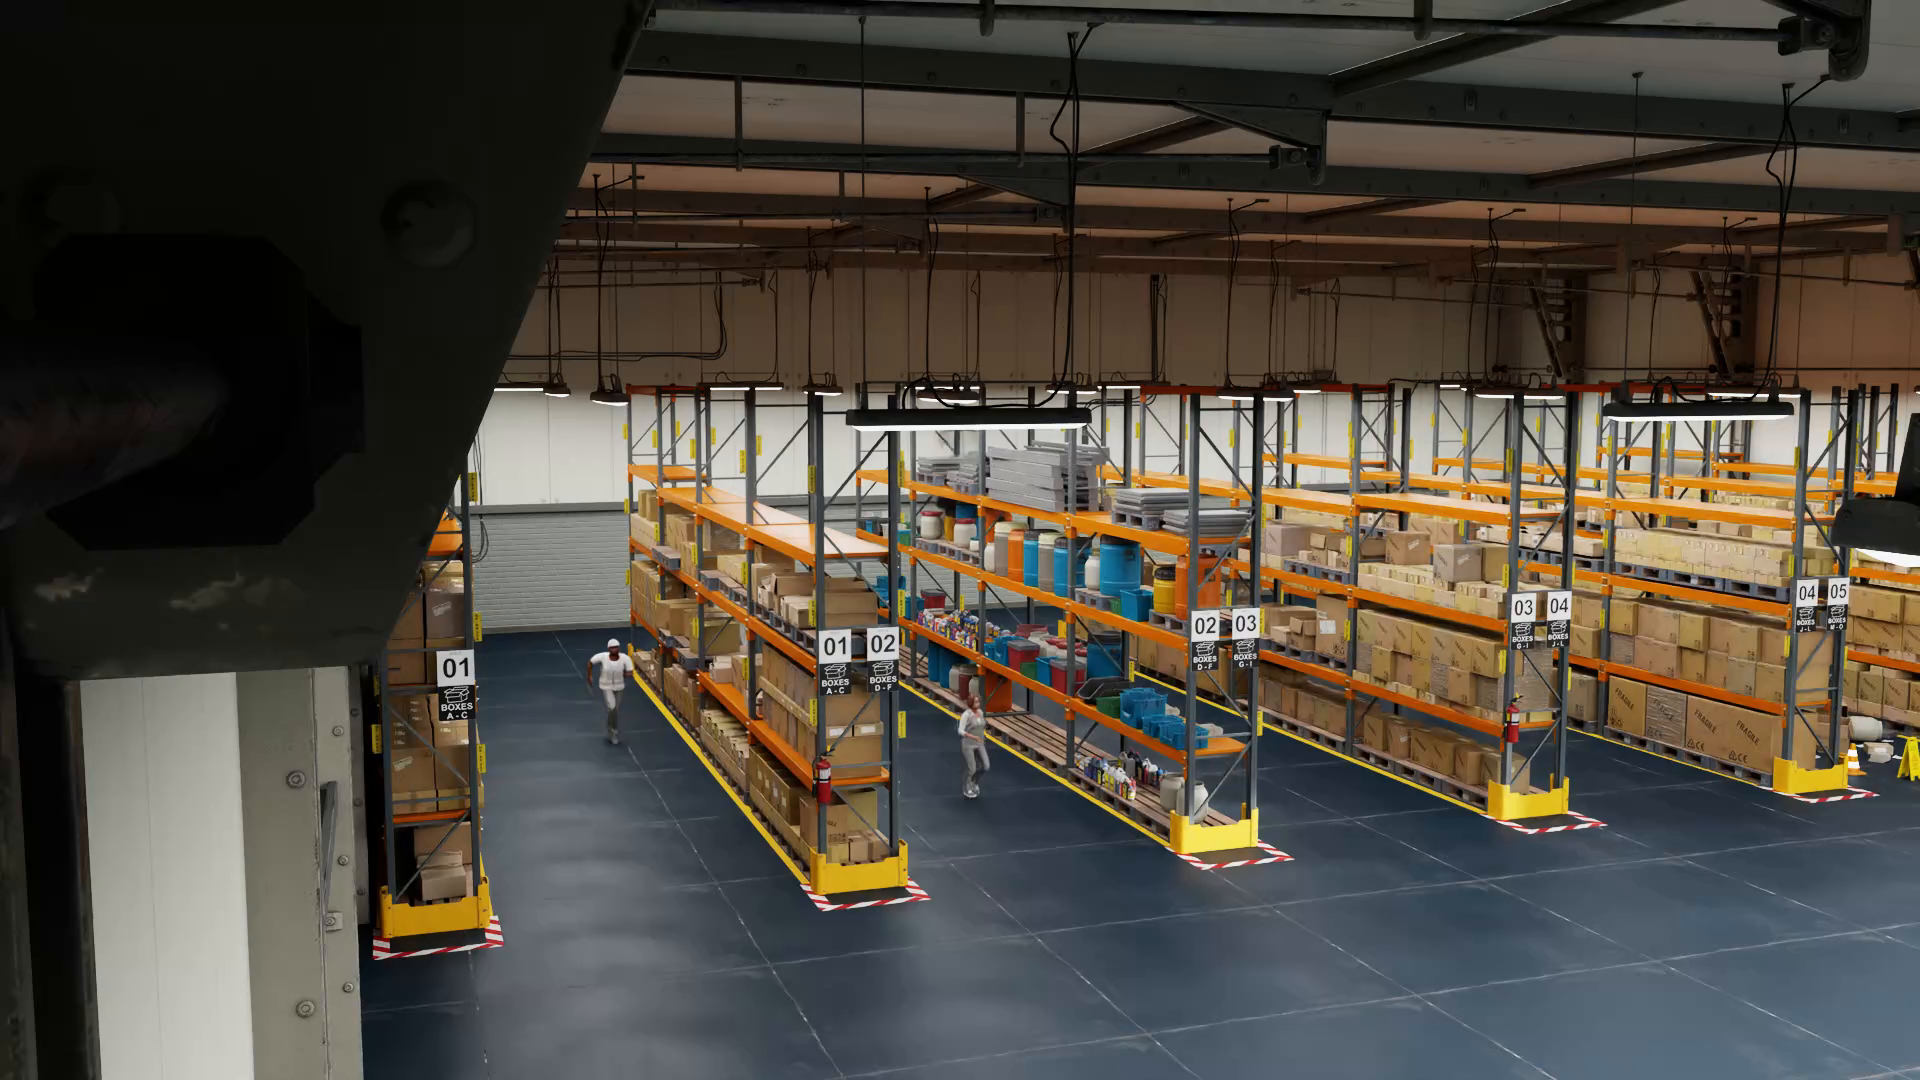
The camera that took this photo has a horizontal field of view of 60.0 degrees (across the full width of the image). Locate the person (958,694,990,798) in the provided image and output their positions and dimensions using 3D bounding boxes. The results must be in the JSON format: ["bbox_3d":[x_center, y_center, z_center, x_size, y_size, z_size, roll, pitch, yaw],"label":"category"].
[{"bbox_3d":[0.212,3.030,24.383,0.534,1.561,0.576,-4,7,-36],"label":"person"}]

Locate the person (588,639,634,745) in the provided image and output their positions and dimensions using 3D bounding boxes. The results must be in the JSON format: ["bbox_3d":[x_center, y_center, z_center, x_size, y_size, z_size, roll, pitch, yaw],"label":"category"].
[{"bbox_3d":[-5.914,2.550,28.256,0.729,1.796,0.845,-3,6,-25],"label":"person"}]

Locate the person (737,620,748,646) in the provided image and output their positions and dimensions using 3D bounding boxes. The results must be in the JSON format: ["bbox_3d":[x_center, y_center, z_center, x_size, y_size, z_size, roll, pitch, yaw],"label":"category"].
[{"bbox_3d":[-4.541,1.893,34.972,0.571,1.715,0.801,-3,7,-26],"label":"person"}]
